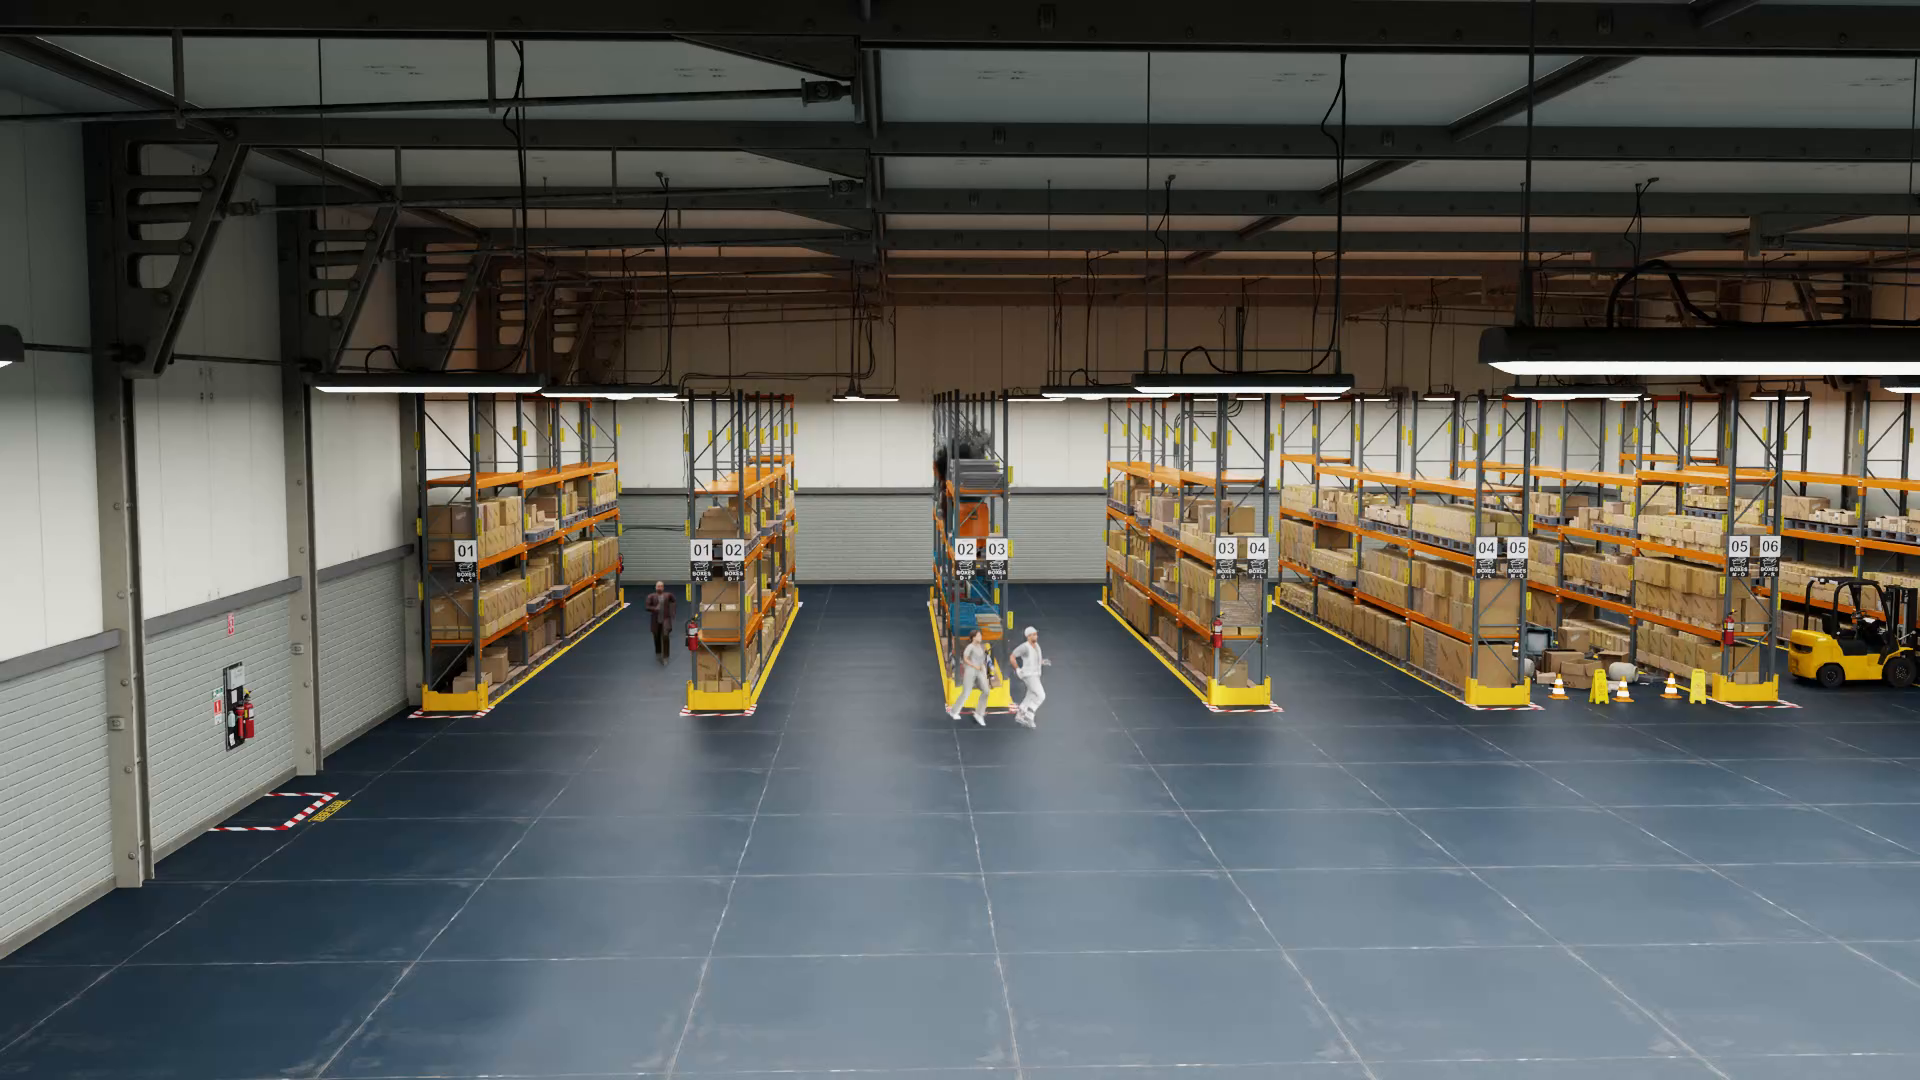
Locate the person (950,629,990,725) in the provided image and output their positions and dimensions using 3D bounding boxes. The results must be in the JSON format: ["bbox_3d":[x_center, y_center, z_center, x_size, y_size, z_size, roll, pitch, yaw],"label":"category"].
[{"bbox_3d":[0.237,2.456,30.045,0.728,1.687,0.647,4,6,39],"label":"person"}]

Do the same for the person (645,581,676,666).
[{"bbox_3d":[-6.616,1.823,36.762,0.678,1.829,0.923,-1,5,-9],"label":"person"}]

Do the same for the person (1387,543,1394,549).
[{"bbox_3d":[12.683,0.865,49.256,0.661,1.690,0.545,-1,5,-7],"label":"person"}]

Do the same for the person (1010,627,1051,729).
[{"bbox_3d":[1.278,2.432,29.411,0.713,1.794,0.636,3,5,30],"label":"person"}]
